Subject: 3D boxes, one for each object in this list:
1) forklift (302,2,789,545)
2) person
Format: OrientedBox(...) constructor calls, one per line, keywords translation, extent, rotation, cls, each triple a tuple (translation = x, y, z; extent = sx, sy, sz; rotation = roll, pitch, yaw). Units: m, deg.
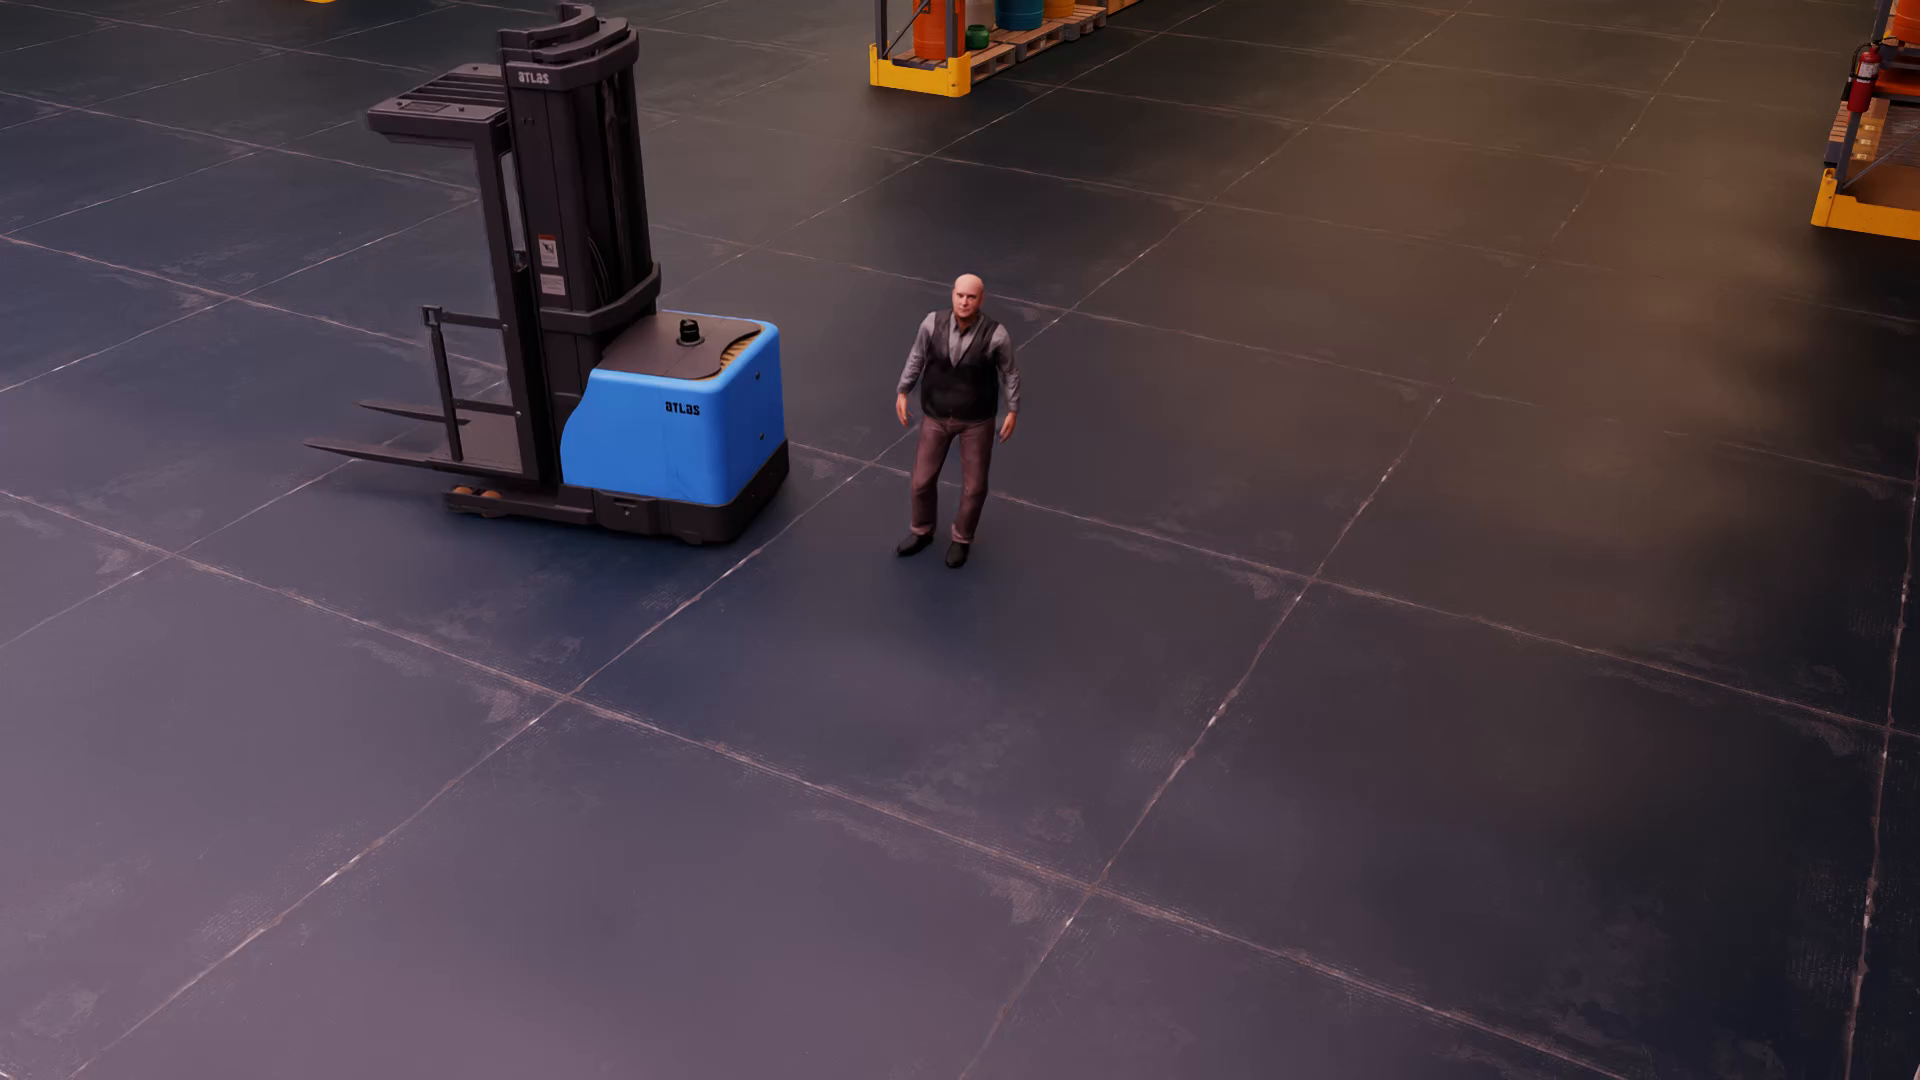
OrientedBox(translation=(-2.666, -1.647, 9.924), extent=(3.031, 2.935, 1.130), rotation=(8, 31, 14), cls="forklift")
OrientedBox(translation=(-0.027, -0.680, 9.504), extent=(0.712, 1.711, 0.504), rotation=(7, 31, 11), cls="person")
